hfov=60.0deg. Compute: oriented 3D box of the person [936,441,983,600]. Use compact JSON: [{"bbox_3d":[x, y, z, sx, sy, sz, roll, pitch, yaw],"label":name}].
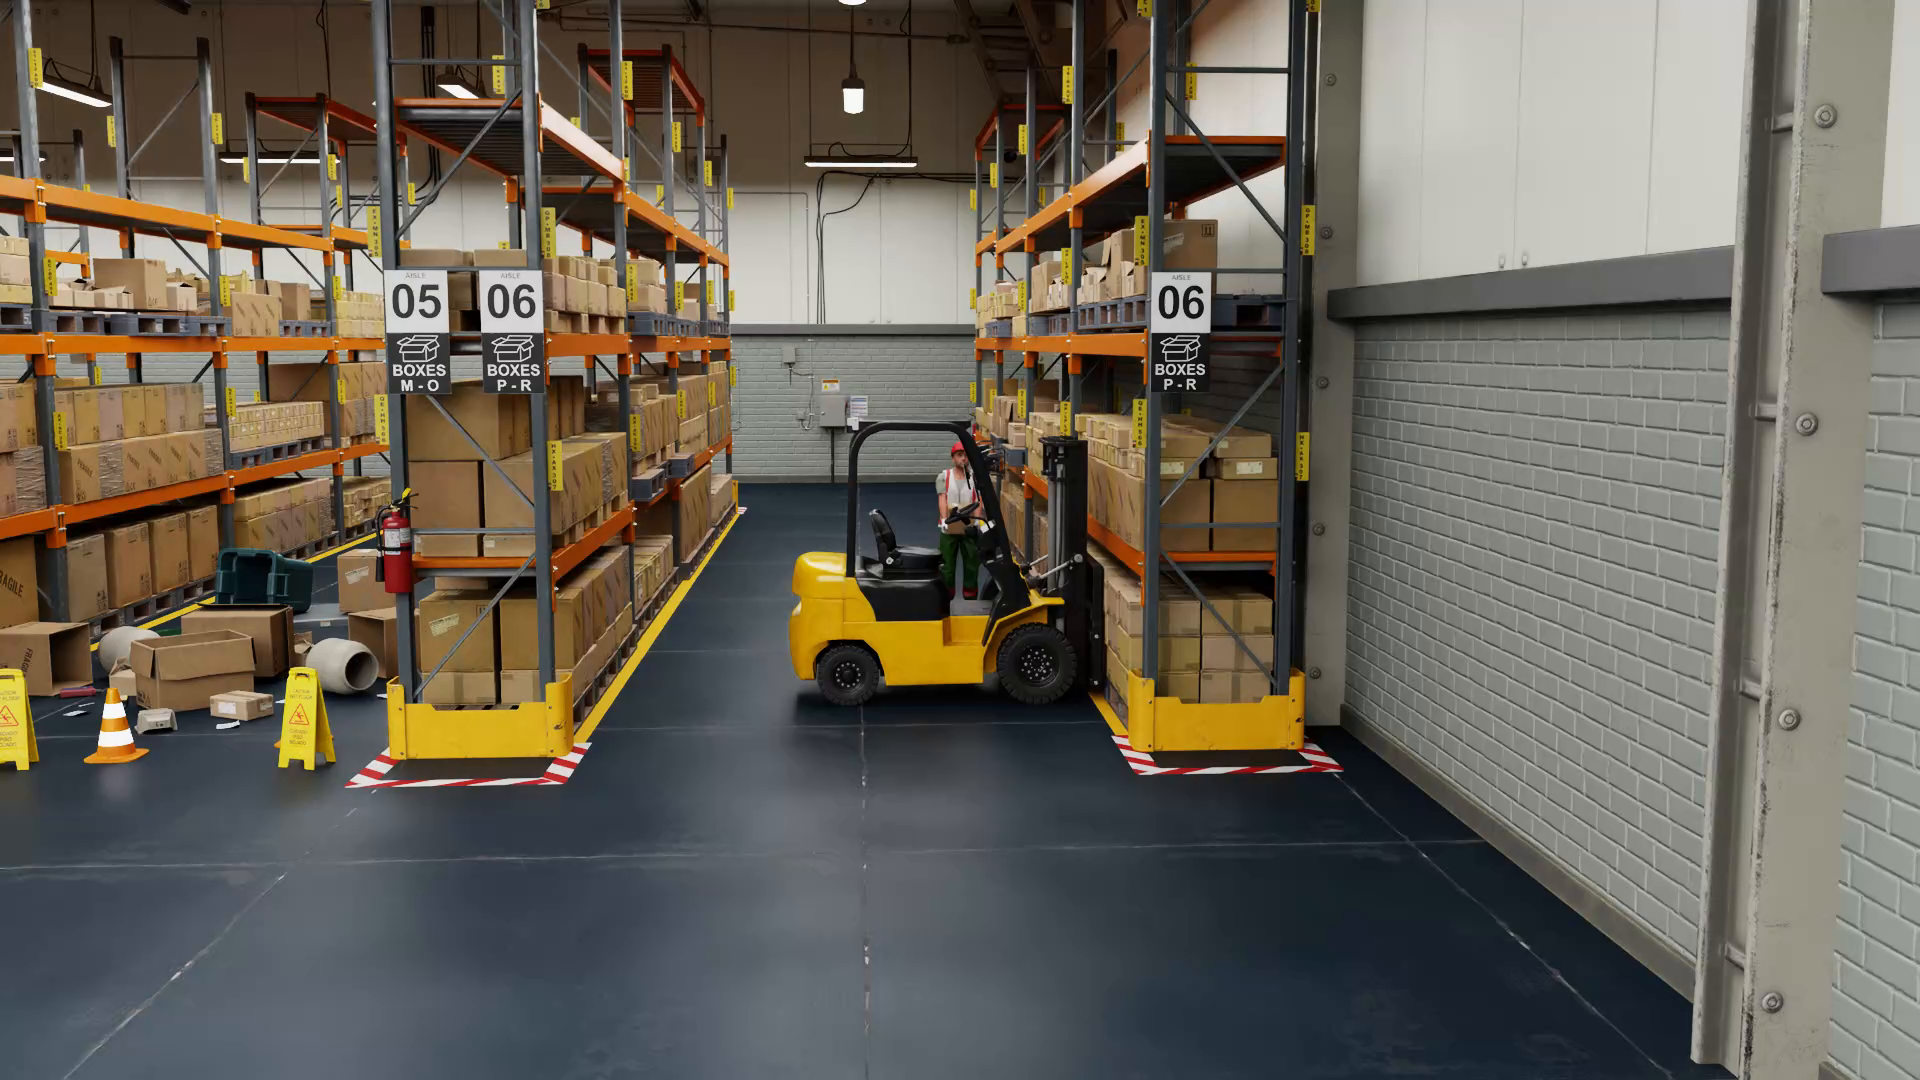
[{"bbox_3d":[0.013,-0.064,16.200,0.494,1.782,0.561,0,7,-3],"label":"person"}]
